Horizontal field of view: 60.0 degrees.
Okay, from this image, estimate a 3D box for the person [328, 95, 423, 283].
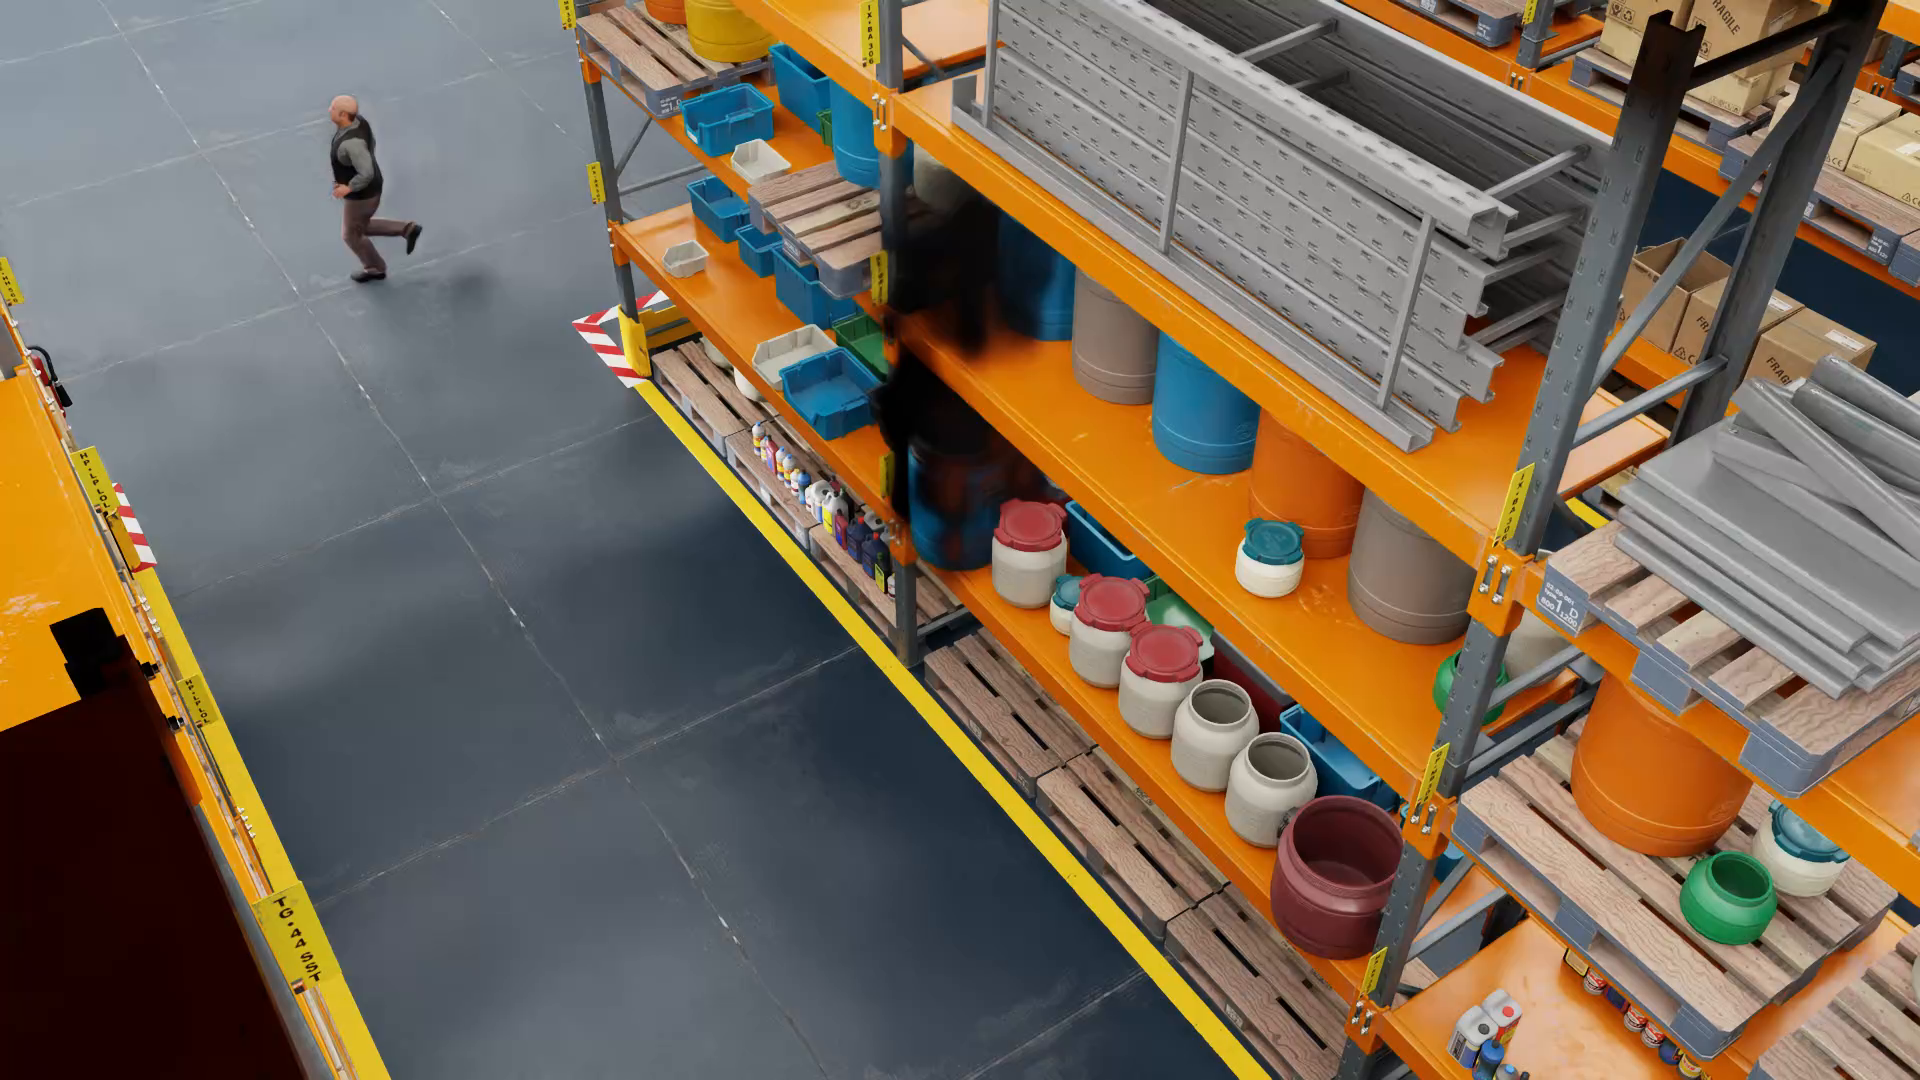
[{"bbox_3d":[-4.861,-2.870,13.645,0.678,1.681,0.659,-7,43,-8],"label":"person"}]
